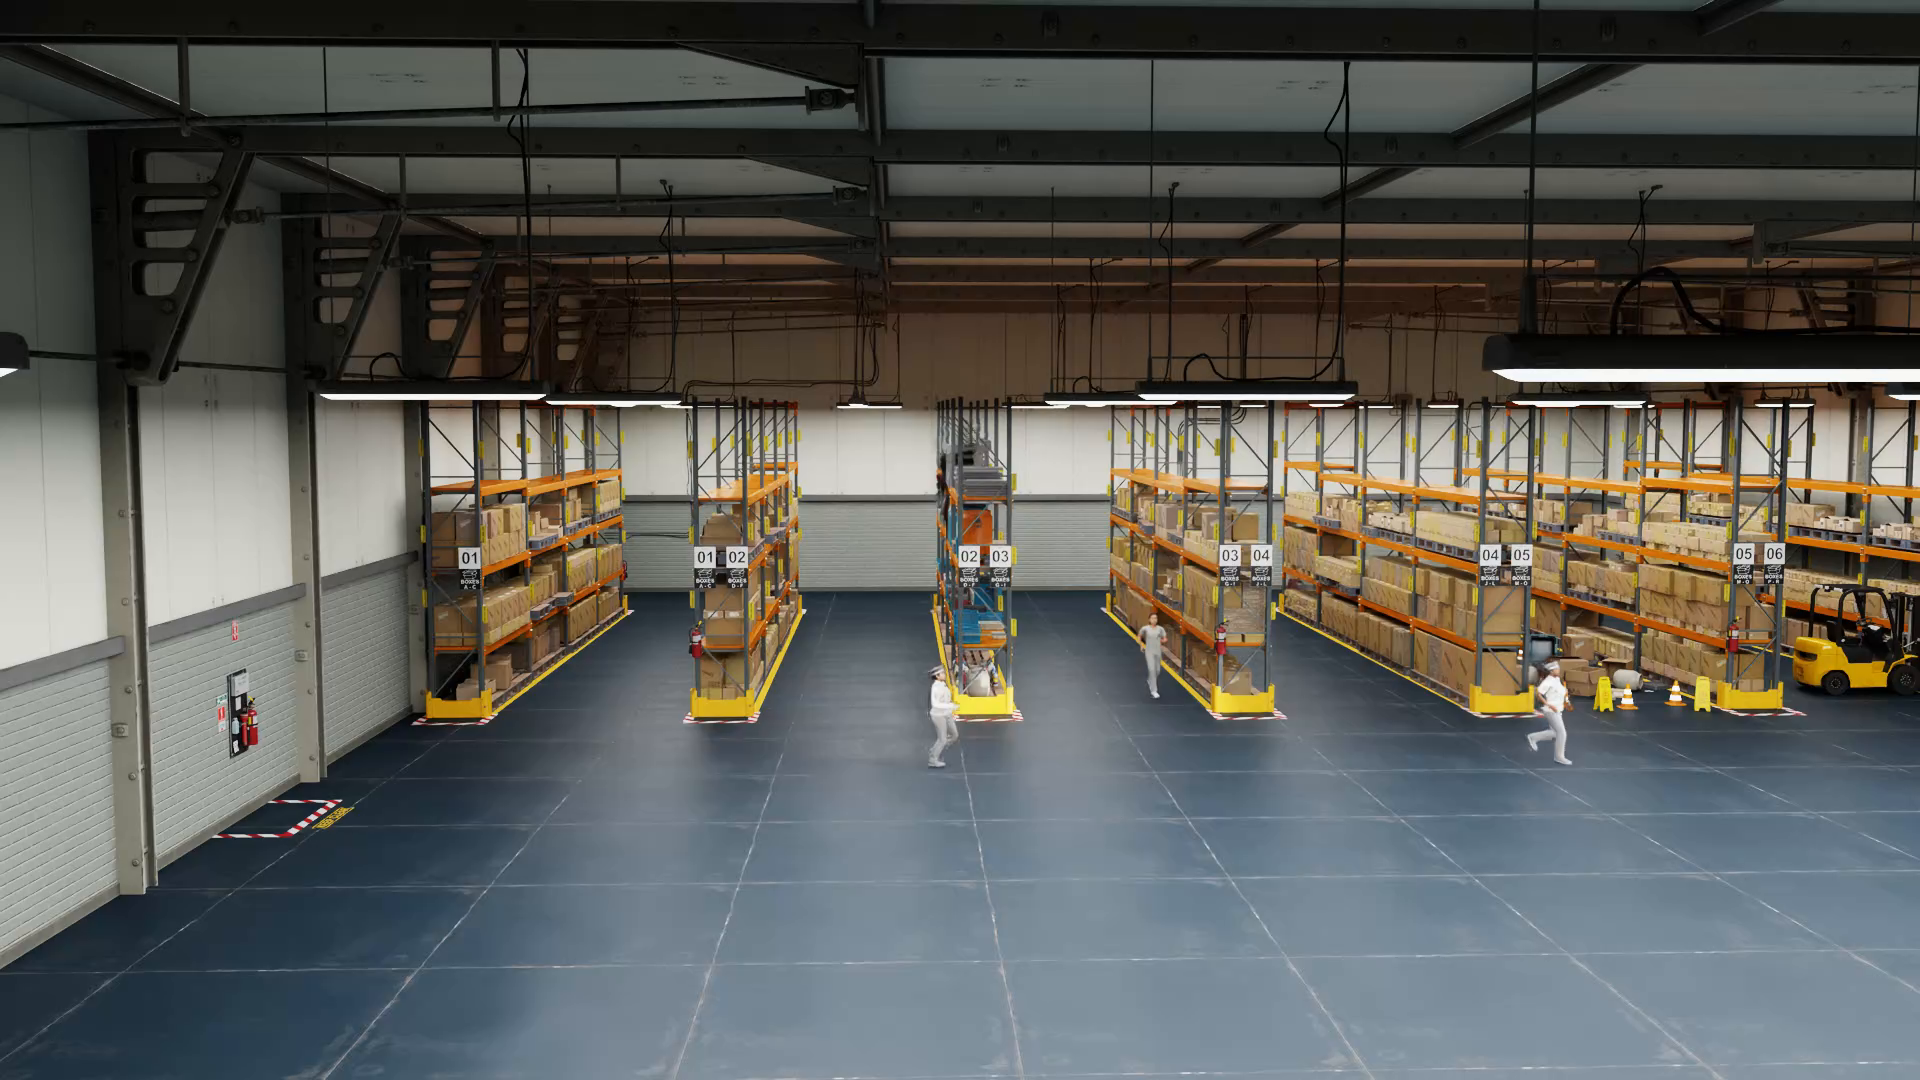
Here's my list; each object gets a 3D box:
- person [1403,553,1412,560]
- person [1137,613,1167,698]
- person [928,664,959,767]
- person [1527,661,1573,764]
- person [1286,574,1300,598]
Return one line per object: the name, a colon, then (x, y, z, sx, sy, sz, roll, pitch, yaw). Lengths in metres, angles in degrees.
person: (13.216, 1.072, 49.203, 0.597, 1.733, 0.661, -1, 4, -7)
person: (3.881, 2.291, 33.436, 0.564, 1.635, 0.969, -1, 4, -10)
person: (-0.248, 2.819, 26.727, 0.554, 1.655, 0.602, 1, 5, 16)
person: (9.662, 2.802, 27.201, 0.727, 1.686, 0.577, 3, 5, 36)
person: (9.886, 1.151, 48.871, 0.804, 1.663, 0.616, 0, 4, -6)
